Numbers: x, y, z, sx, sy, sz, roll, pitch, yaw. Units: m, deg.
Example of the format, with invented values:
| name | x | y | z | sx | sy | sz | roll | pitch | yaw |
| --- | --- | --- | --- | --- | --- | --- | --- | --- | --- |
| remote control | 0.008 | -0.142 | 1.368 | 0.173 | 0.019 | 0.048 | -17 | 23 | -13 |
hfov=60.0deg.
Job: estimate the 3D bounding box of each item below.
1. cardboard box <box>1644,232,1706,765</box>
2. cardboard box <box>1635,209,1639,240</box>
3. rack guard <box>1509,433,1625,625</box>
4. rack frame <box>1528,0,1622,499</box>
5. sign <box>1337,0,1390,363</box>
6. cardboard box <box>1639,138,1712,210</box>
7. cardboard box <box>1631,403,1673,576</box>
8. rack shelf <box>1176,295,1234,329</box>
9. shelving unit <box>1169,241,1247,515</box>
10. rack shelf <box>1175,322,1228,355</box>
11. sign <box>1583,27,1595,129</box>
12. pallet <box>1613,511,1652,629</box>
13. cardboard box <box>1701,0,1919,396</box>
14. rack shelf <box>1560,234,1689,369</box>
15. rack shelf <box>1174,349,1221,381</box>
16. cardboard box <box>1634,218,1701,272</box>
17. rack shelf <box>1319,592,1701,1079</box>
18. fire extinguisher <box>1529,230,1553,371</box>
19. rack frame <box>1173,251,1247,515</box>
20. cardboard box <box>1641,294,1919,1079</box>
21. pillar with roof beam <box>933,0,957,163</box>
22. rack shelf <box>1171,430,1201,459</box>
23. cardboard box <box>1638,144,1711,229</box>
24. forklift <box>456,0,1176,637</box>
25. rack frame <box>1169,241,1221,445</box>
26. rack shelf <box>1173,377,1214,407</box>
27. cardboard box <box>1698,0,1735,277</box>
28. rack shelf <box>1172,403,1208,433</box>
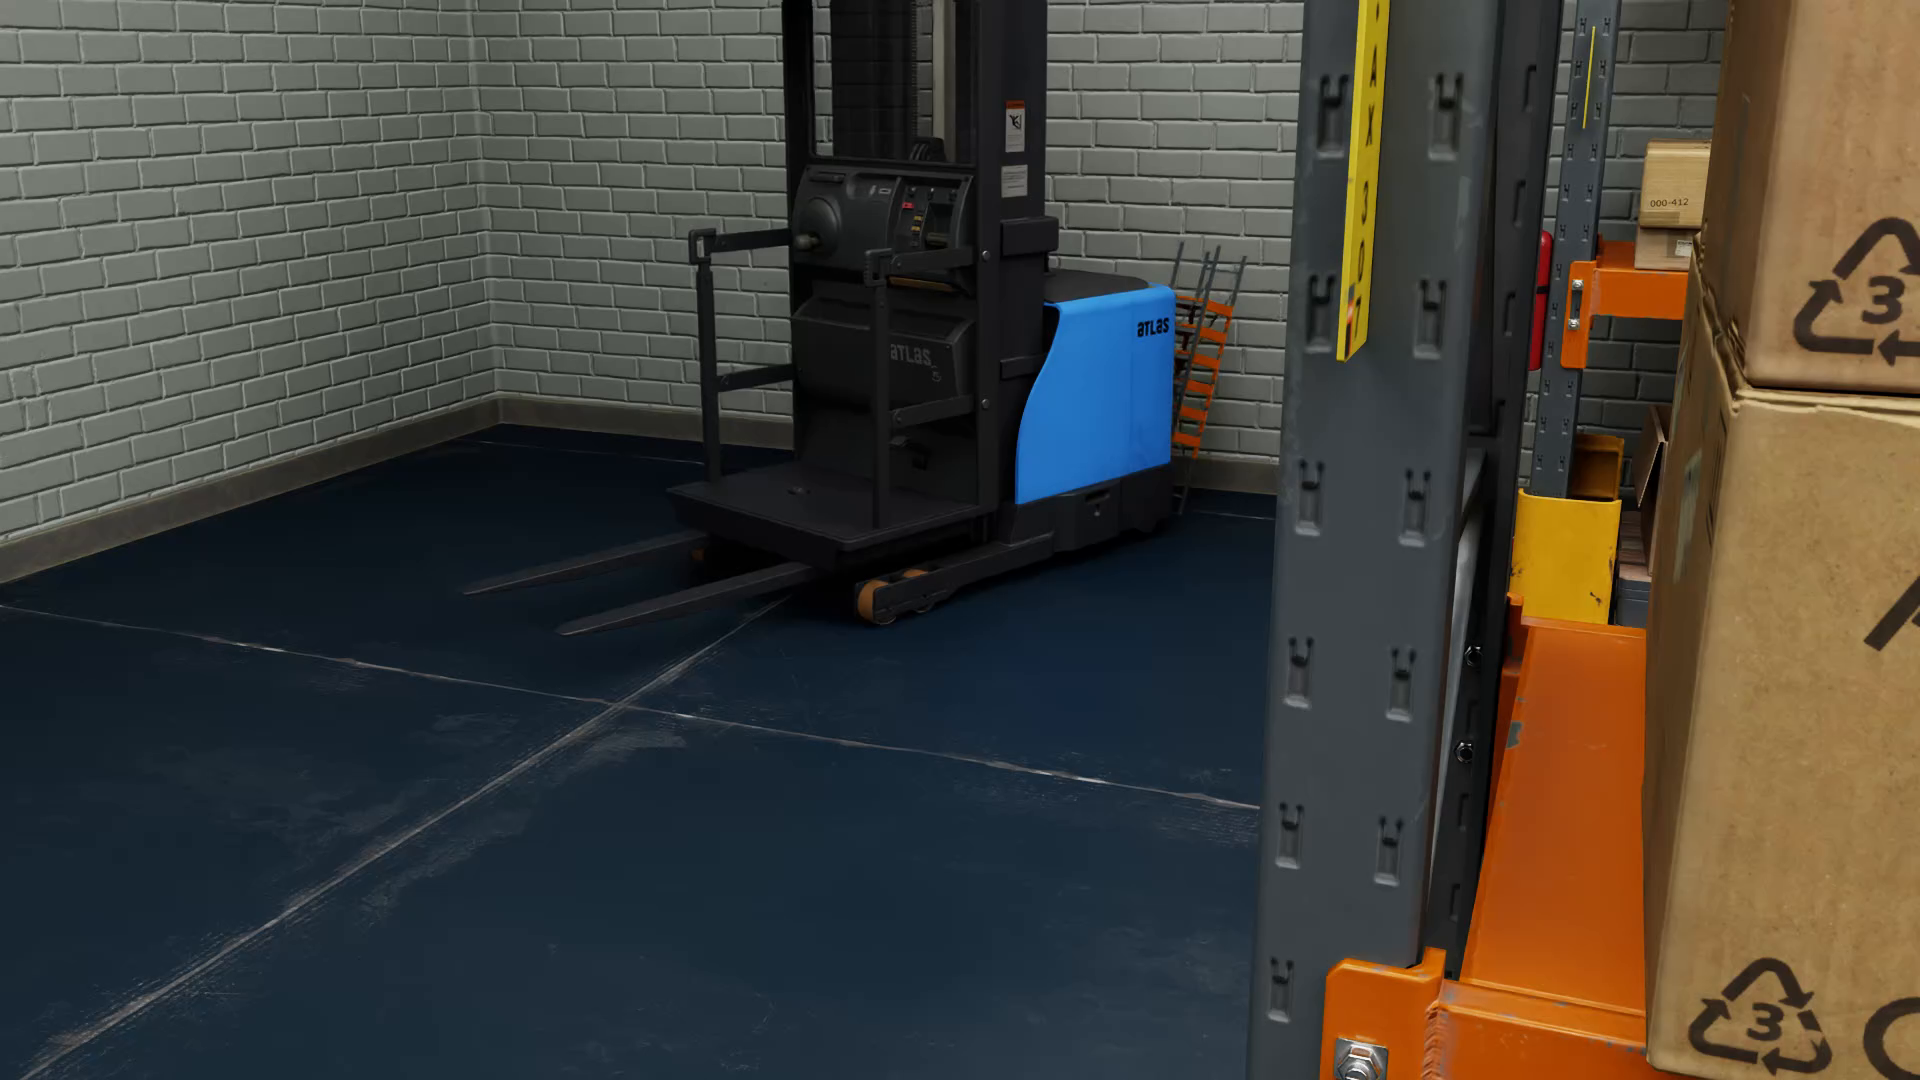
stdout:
| name | x | y | z | sx | sy | sz | roll | pitch | yaw |
| --- | --- | --- | --- | --- | --- | --- | --- | --- | --- |
| cardboard box | 1.019 | -0.040 | 1.752 | 0.500 | 0.500 | 0.500 | 6 | 17 | 21 |
| cardboard box | 2.698 | -1.176 | 6.293 | 0.250 | 0.149 | 0.380 | 6 | 17 | 20 |
| rack guard | 2.362 | -0.052 | 6.457 | 0.348 | 0.500 | 1.175 | 6 | 17 | 21 |
| rack frame | 2.291 | -1.261 | 6.135 | 0.127 | 3.000 | 1.000 | 6 | 17 | 21 |
| sign | 0.264 | -0.283 | 1.074 | 0.005 | 0.325 | 0.100 | 6 | 17 | 21 |
| cardboard box | 2.816 | -1.353 | 6.190 | 0.500 | 0.250 | 0.500 | 7 | 18 | 22 |
| cardboard box | 2.825 | -0.176 | 6.125 | 0.637 | 0.503 | 0.797 | 6 | 17 | 18 |
| rack shelf | 1.076 | -1.036 | 7.506 | 0.180 | 0.103 | 0.258 | 9 | 6 | -42 |
| shelving unit | 1.002 | -0.730 | 7.531 | 0.189 | 1.200 | 0.258 | 9 | 6 | -42 |
| rack shelf | 1.048 | -0.919 | 7.515 | 0.180 | 0.103 | 0.258 | 9 | 6 | -42 |
| sign | 2.092 | -1.536 | 5.530 | 0.005 | 0.325 | 0.100 | 6 | 17 | 21 |
| pallet | 3.104 | 0.168 | 6.217 | 1.213 | 0.211 | 1.003 | 6 | 17 | 21 |
| cardboard box | 0.815 | -0.378 | 1.123 | 0.500 | 0.500 | 0.500 | 6 | 17 | 19 |
| rack shelf | 4.152 | -0.710 | 5.531 | 4.000 | 0.370 | 1.077 | 6 | 17 | 21 |
| rack shelf | 1.020 | -0.803 | 7.525 | 0.180 | 0.103 | 0.258 | 9 | 6 | -42 |
| cardboard box | 2.496 | -1.035 | 5.810 | 0.250 | 0.149 | 0.380 | 6 | 17 | 20 |
| rack shelf | 2.334 | 0.577 | 1.095 | 4.000 | 0.370 | 1.077 | 6 | 17 | 21 |
| fire extinguisher | 1.985 | -0.939 | 5.837 | 0.183 | 0.674 | 0.296 | 6 | 17 | 21 |
| rack frame | 1.069 | -0.719 | 7.592 | 0.006 | 1.200 | 0.240 | 9 | 6 | -42 |
| cardboard box | 0.814 | 0.103 | 1.260 | 0.500 | 0.500 | 0.500 | 6 | 17 | 20 |
| pillar with roof beam | -1.466 | -3.535 | 3.208 | 0.400 | 9.000 | 9.100 | 6 | 17 | 21 |
| rack shelf | 0.936 | -0.454 | 7.554 | 0.180 | 0.103 | 0.258 | 9 | 6 | -42 |
| cardboard box | 2.614 | -1.215 | 5.714 | 0.500 | 0.250 | 0.500 | 6 | 17 | 21 |
| forklift | -0.455 | -1.255 | 6.239 | 1.130 | 2.935 | 3.031 | 15 | 22 | 42 |
| rack frame | 0.935 | -0.741 | 7.470 | 0.006 | 1.200 | 0.240 | 9 | 6 | -42 |
| rack shelf | 0.992 | -0.687 | 7.535 | 0.180 | 0.103 | 0.258 | 9 | 6 | -42 |
| cardboard box | 1.009 | -0.513 | 1.589 | 0.500 | 0.500 | 0.500 | 7 | 18 | 22 |
| rack shelf | 0.964 | -0.571 | 7.545 | 0.180 | 0.103 | 0.258 | 9 | 6 | -42 |
